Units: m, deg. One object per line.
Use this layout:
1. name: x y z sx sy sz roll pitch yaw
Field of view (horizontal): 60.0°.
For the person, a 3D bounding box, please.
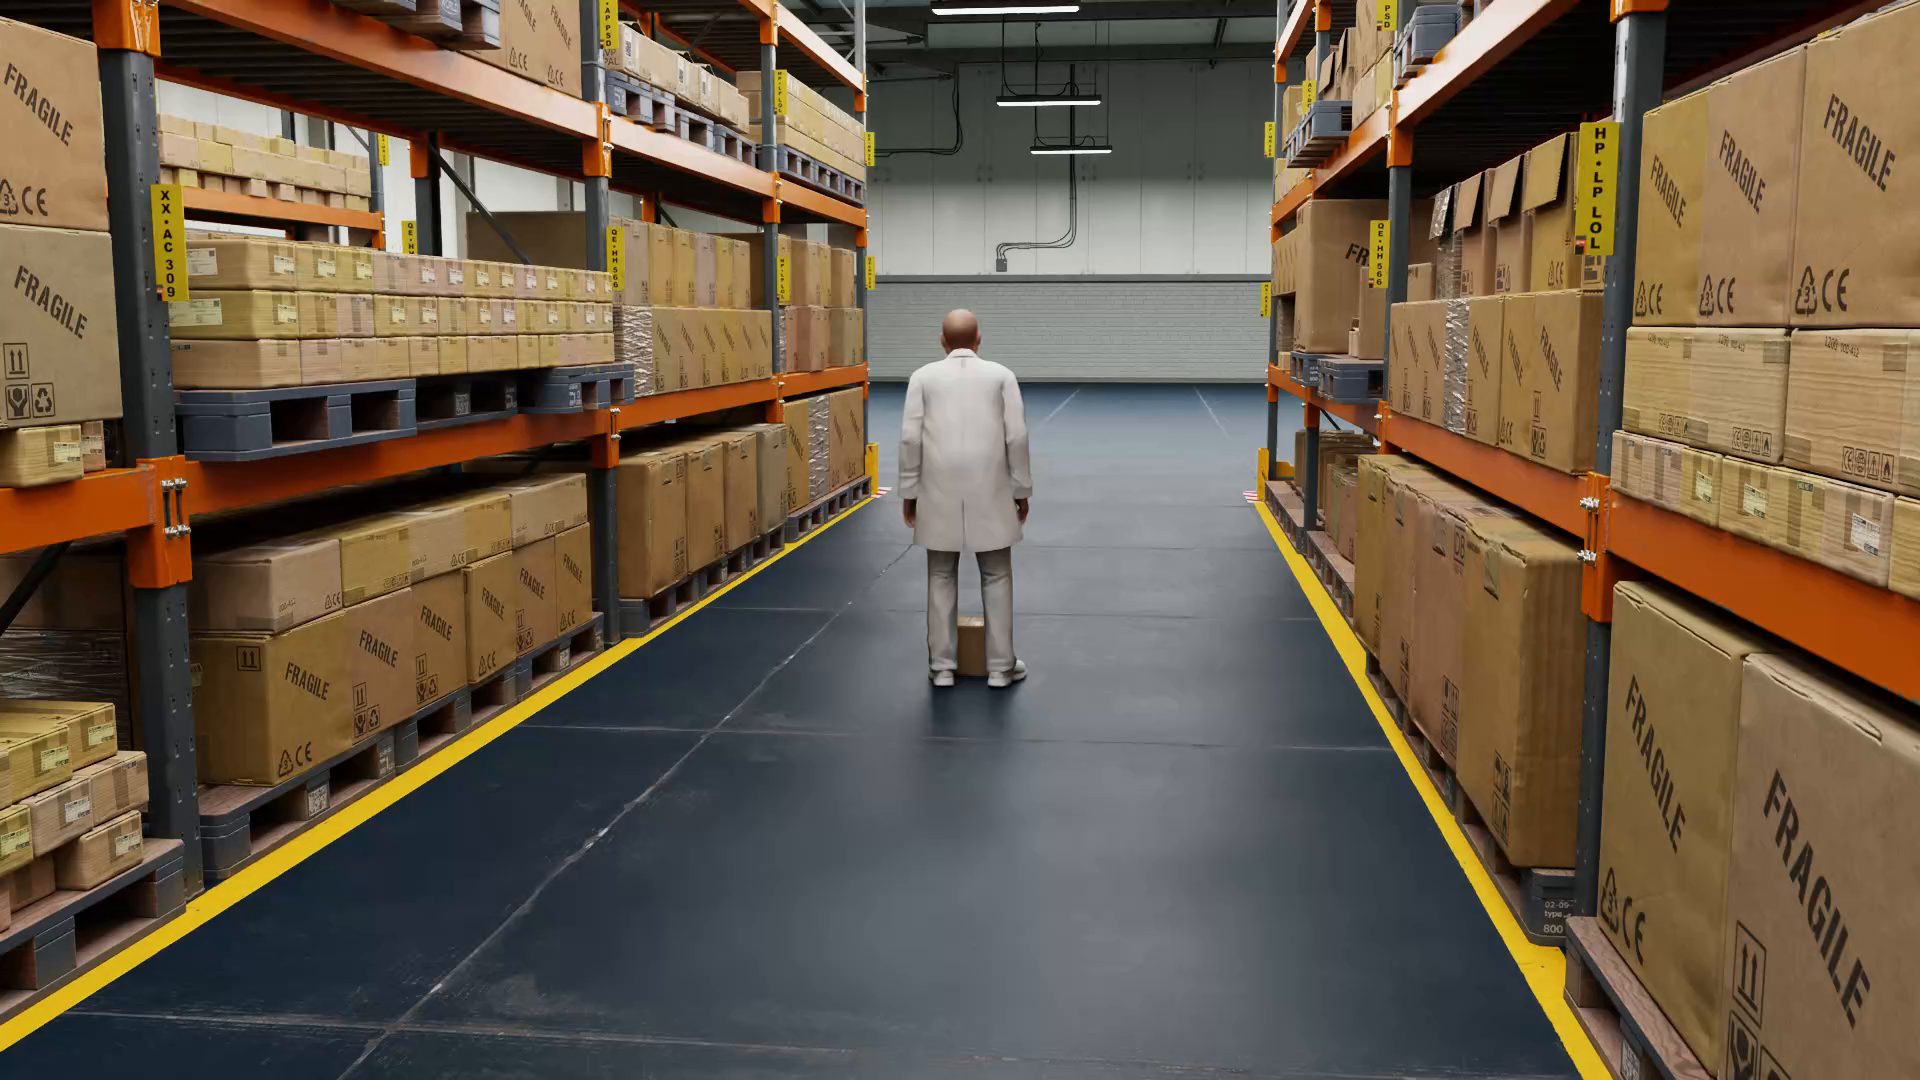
1. person: 0.036 -0.199 7.871 0.640 1.773 0.426 1 7 6
